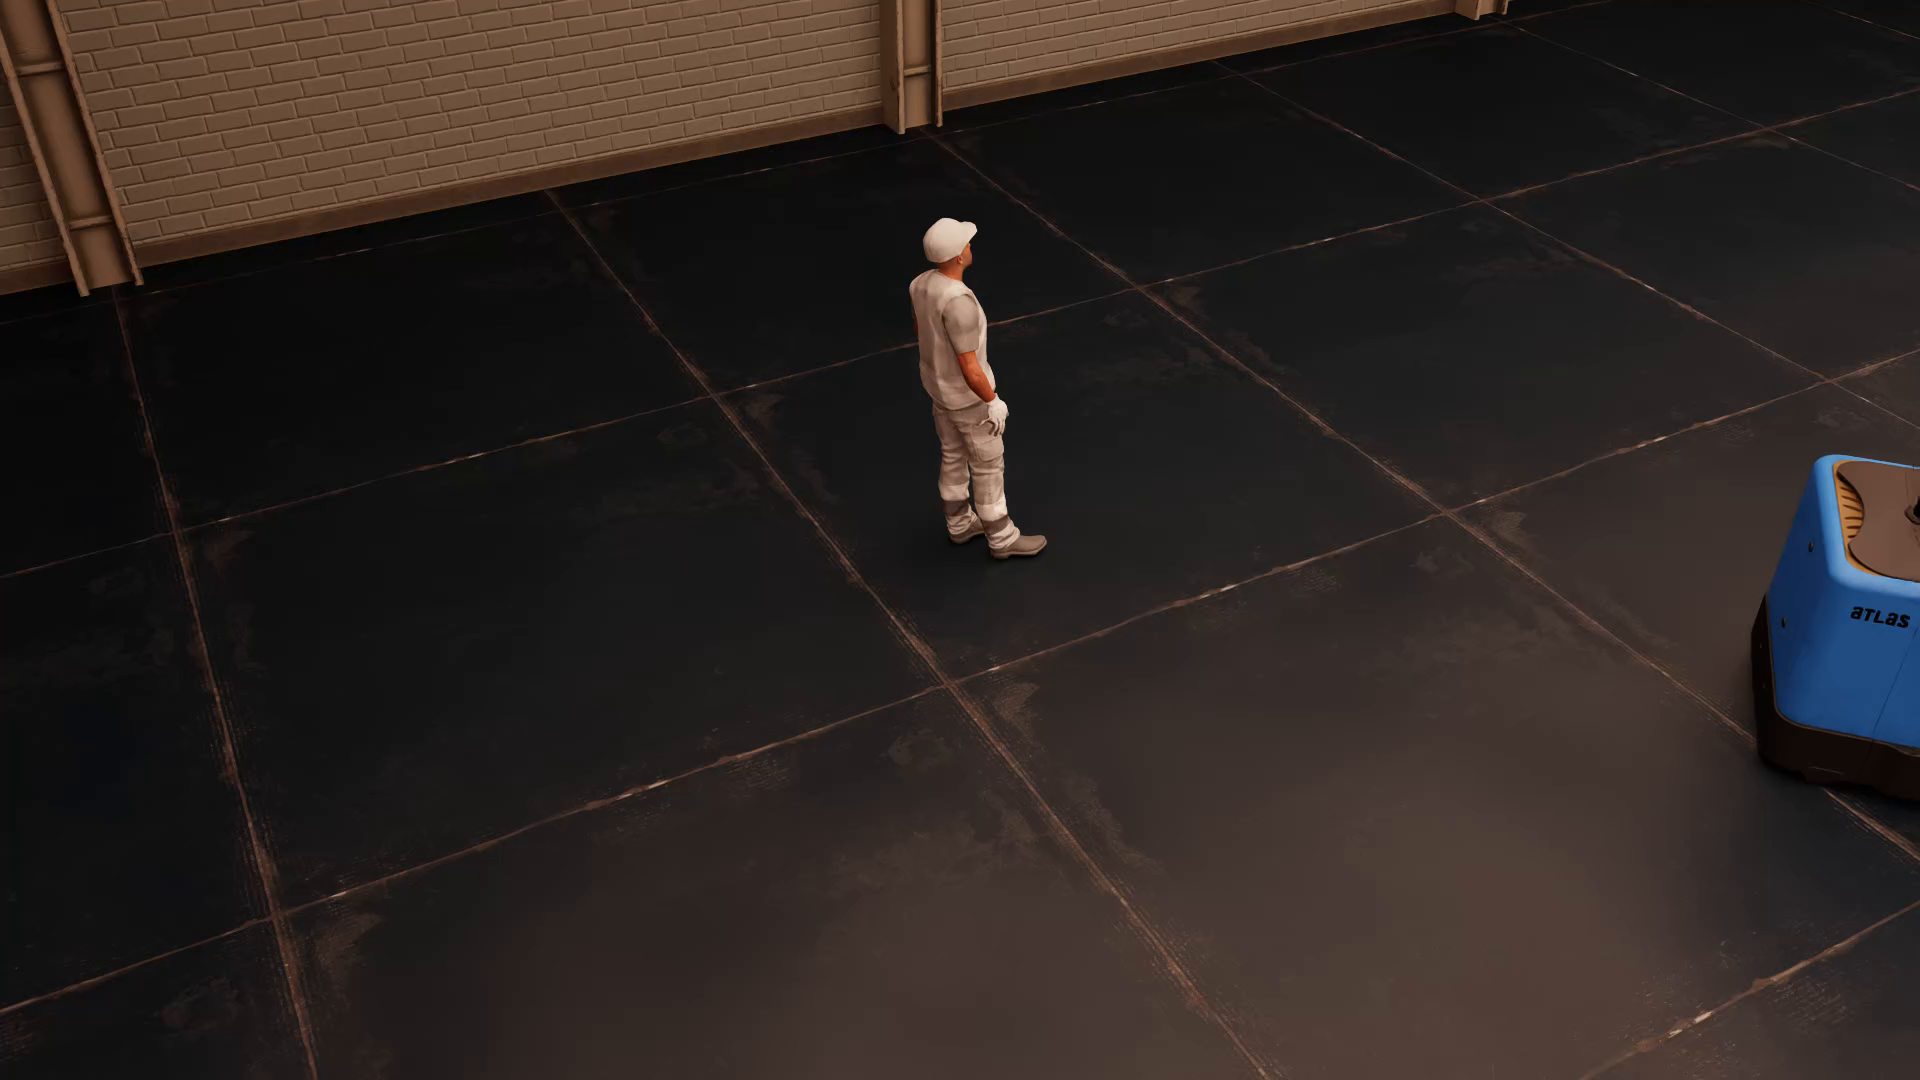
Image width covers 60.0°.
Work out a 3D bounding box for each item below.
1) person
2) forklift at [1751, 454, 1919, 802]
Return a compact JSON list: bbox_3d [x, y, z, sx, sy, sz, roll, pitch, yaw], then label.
[{"bbox_3d":[0.076,-0.752,8.163,0.564,1.787,0.637,-17,39,-23],"label":"person"},{"bbox_3d":[5.054,-0.175,6.371,3.031,2.935,1.130,11,37,15],"label":"forklift"}]
